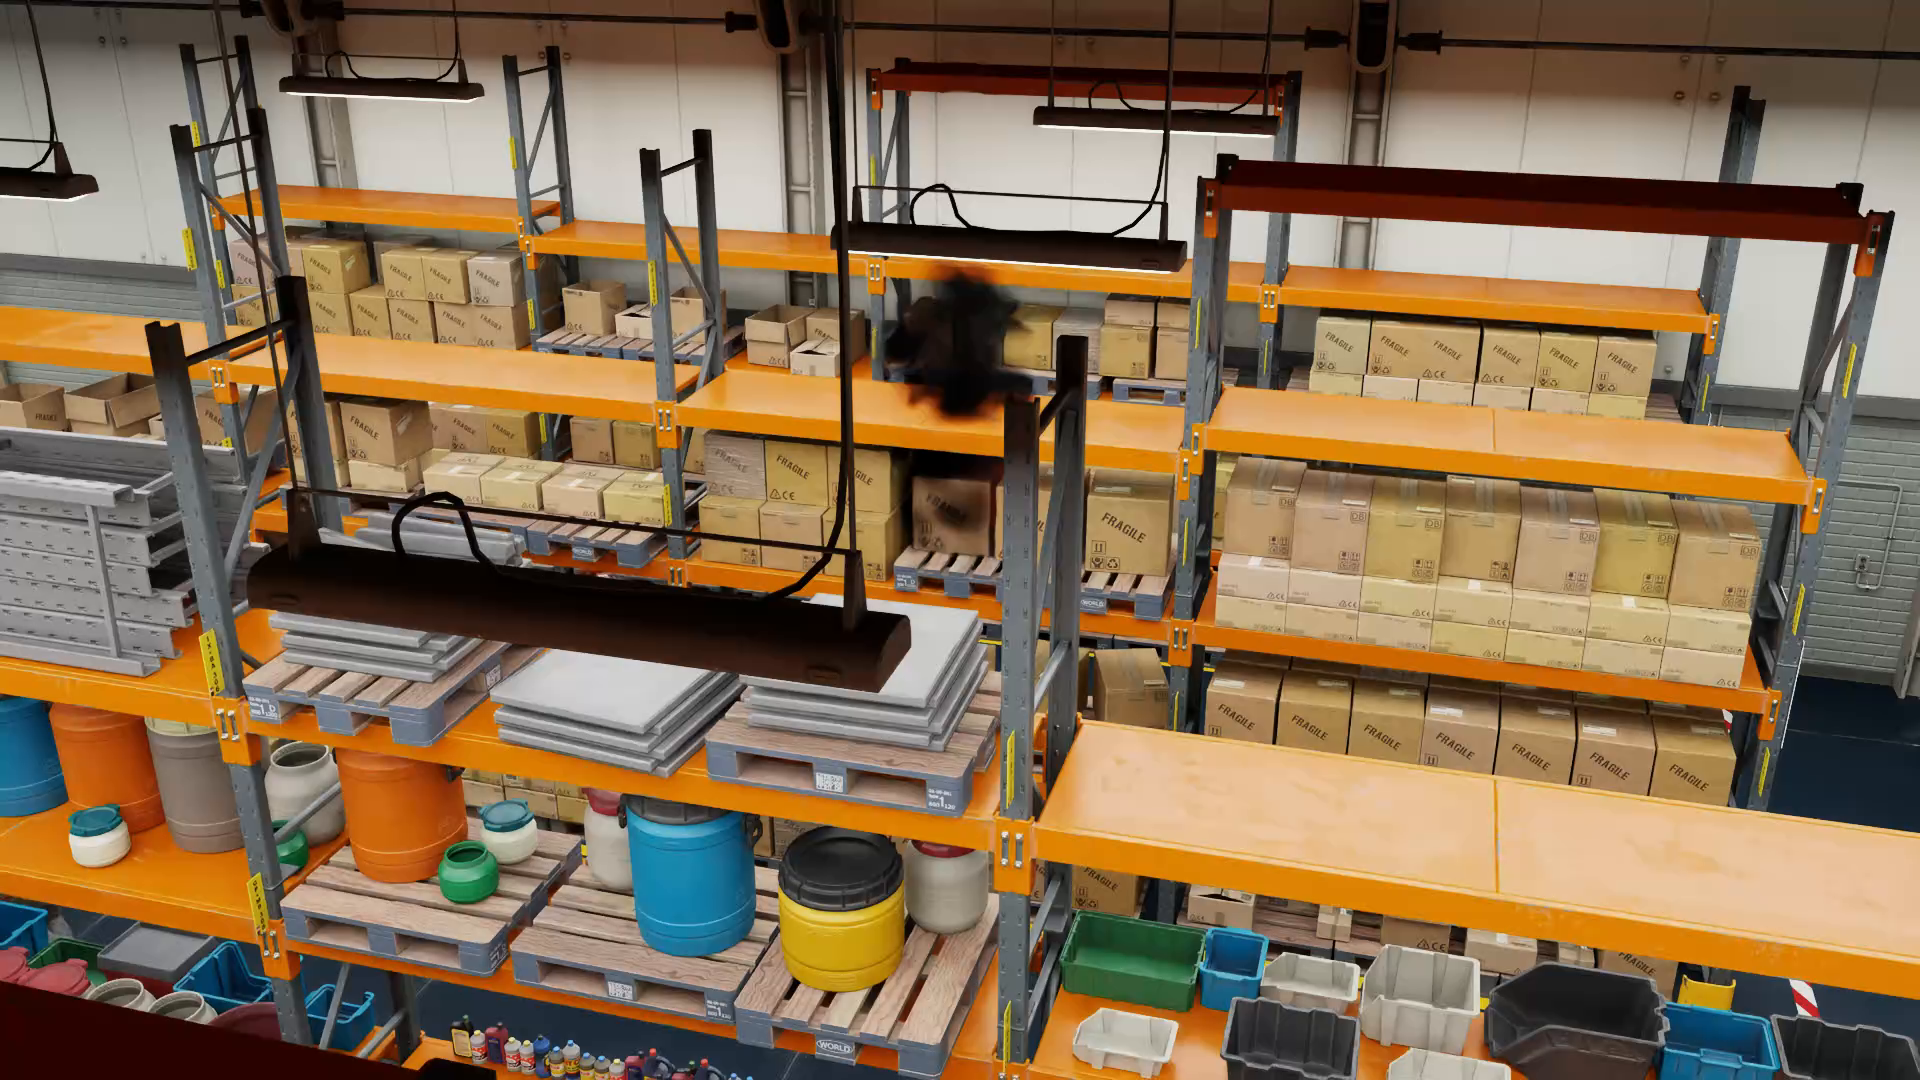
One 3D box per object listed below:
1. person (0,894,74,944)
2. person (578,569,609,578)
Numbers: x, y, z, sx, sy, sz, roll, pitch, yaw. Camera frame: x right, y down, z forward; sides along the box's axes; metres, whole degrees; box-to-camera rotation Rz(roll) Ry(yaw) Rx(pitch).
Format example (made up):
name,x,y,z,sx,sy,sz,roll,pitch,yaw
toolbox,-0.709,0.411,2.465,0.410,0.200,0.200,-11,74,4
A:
name,x,y,z,sx,sy,sz,roll,pitch,yaw
person,-6.923,2.533,12.431,0.571,1.731,0.655,6,23,15
person,-3.555,0.924,16.283,0.780,1.748,0.663,3,23,8
